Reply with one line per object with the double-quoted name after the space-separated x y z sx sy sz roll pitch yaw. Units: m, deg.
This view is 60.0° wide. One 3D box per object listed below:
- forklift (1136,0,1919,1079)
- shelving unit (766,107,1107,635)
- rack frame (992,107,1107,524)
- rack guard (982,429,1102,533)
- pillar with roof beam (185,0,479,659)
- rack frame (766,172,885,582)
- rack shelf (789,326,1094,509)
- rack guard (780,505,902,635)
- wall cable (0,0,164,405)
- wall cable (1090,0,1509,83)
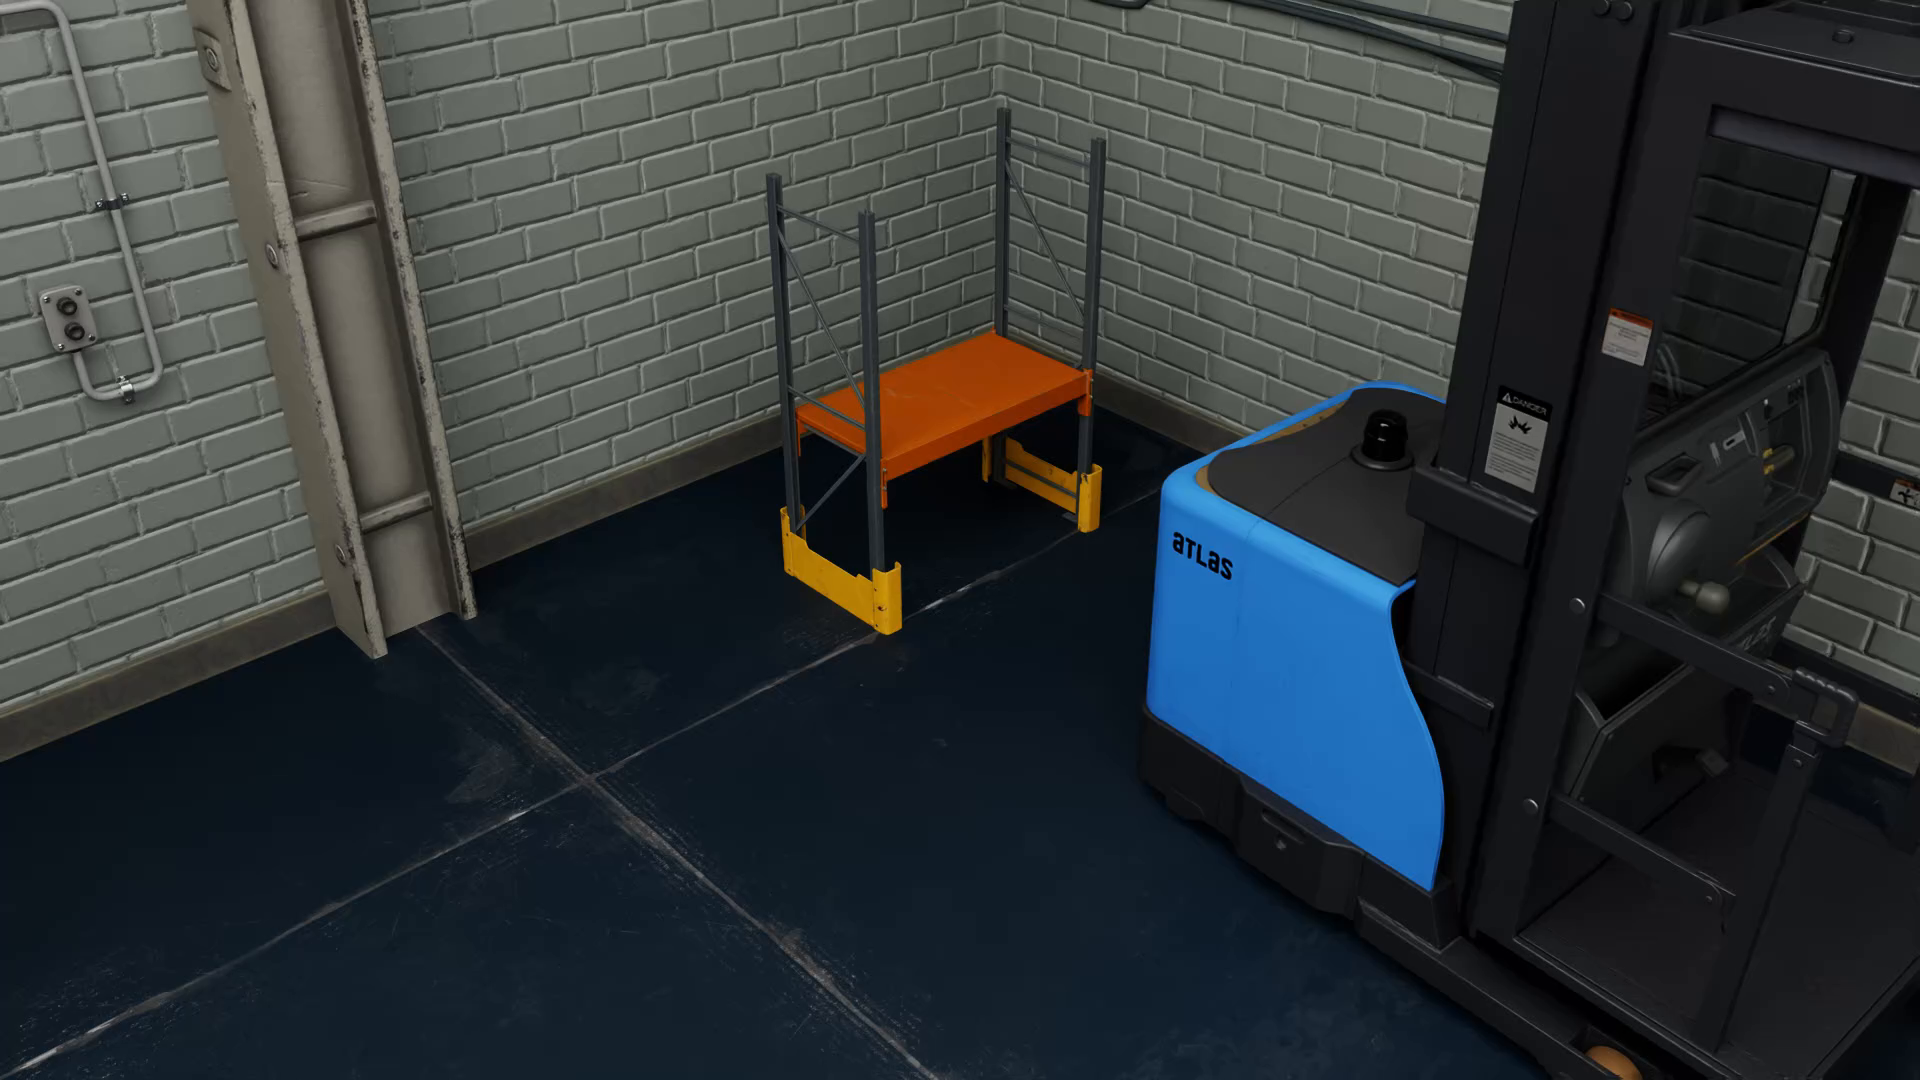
1.869 -0.090 3.587 1.130 2.935 3.031 -24 39 -34 "forklift"
-0.056 -0.613 5.815 1.083 1.500 0.587 -26 40 -35 "shelving unit"
0.310 -0.790 6.104 0.032 1.500 0.500 -26 40 -35 "rack frame"
0.309 -0.256 6.429 0.087 0.250 0.587 -26 40 -35 "rack guard"
0.994 -1.919 0.763 0.400 9.000 9.100 -26 40 -35 "pillar with roof beam"
-0.435 -0.429 5.514 0.032 1.500 0.500 -26 40 -35 "rack frame"
-0.063 -0.456 5.903 1.000 0.185 0.538 -26 40 -35 "rack shelf"
-0.421 0.097 5.852 0.087 0.250 0.587 -26 40 -35 "rack guard"
-3.029 -0.968 3.983 1.851 1.984 0.084 -26 40 -35 "wall cable"
1.066 -2.822 5.216 0.112 2.526 3.097 -26 40 -35 "wall cable"
